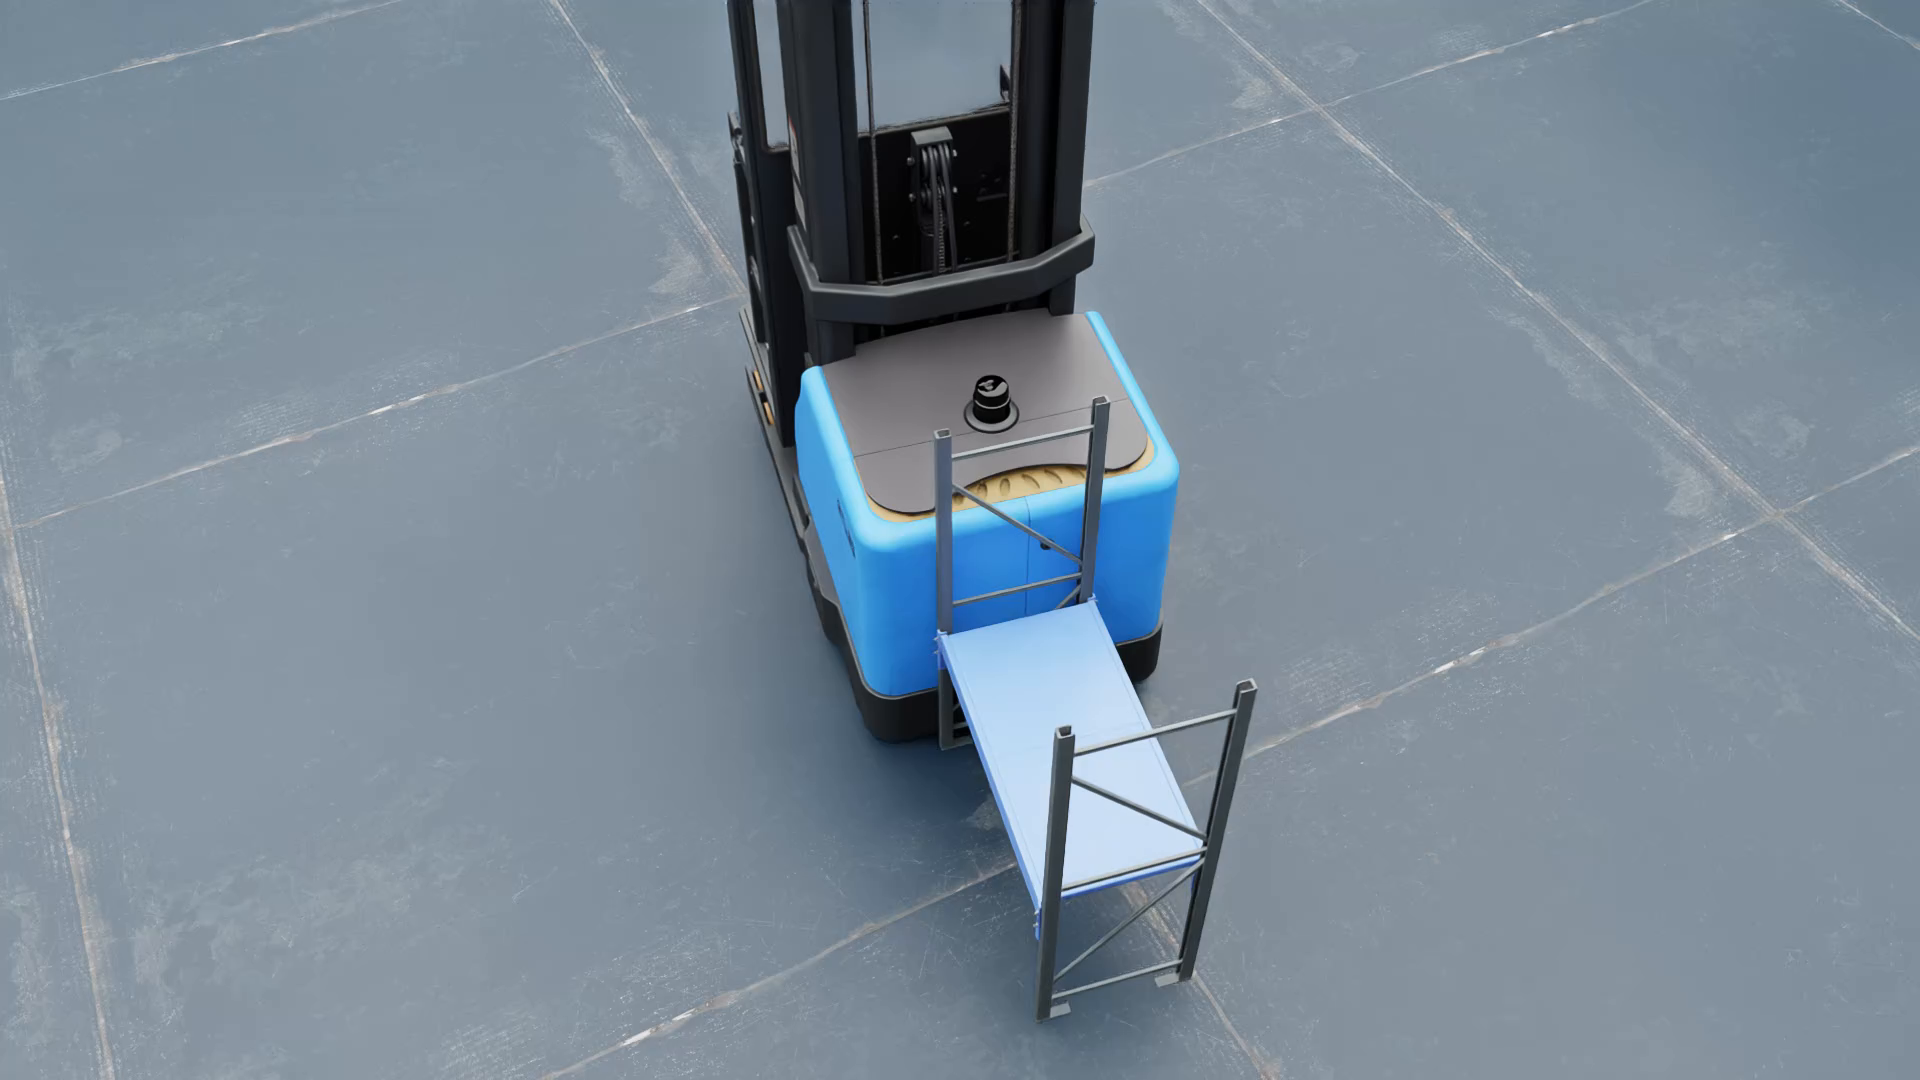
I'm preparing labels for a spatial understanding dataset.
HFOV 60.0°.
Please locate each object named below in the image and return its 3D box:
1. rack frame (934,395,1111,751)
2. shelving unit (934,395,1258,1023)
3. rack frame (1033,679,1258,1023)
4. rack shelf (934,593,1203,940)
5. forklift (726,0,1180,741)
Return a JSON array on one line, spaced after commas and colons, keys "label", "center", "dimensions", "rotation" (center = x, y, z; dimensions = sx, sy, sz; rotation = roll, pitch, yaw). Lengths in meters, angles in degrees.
[{"label": "rack frame", "center": [0.172, 0.156, 5.117], "dimensions": [0.500, 1.500, 0.032], "rotation": [-13, 50, -11]}, {"label": "shelving unit", "center": [0.318, 0.522, 4.797], "dimensions": [0.538, 1.500, 1.048], "rotation": [-13, 50, -11]}, {"label": "rack frame", "center": [0.464, 0.889, 4.476], "dimensions": [0.500, 1.500, 0.032], "rotation": [-13, 50, -11]}, {"label": "rack shelf", "center": [0.318, 0.641, 4.932], "dimensions": [0.538, 0.185, 1.000], "rotation": [-13, 50, -11]}, {"label": "forklift", "center": [-0.224, -1.429, 5.553], "dimensions": [1.130, 2.935, 3.031], "rotation": [-13, 50, -11]}]
